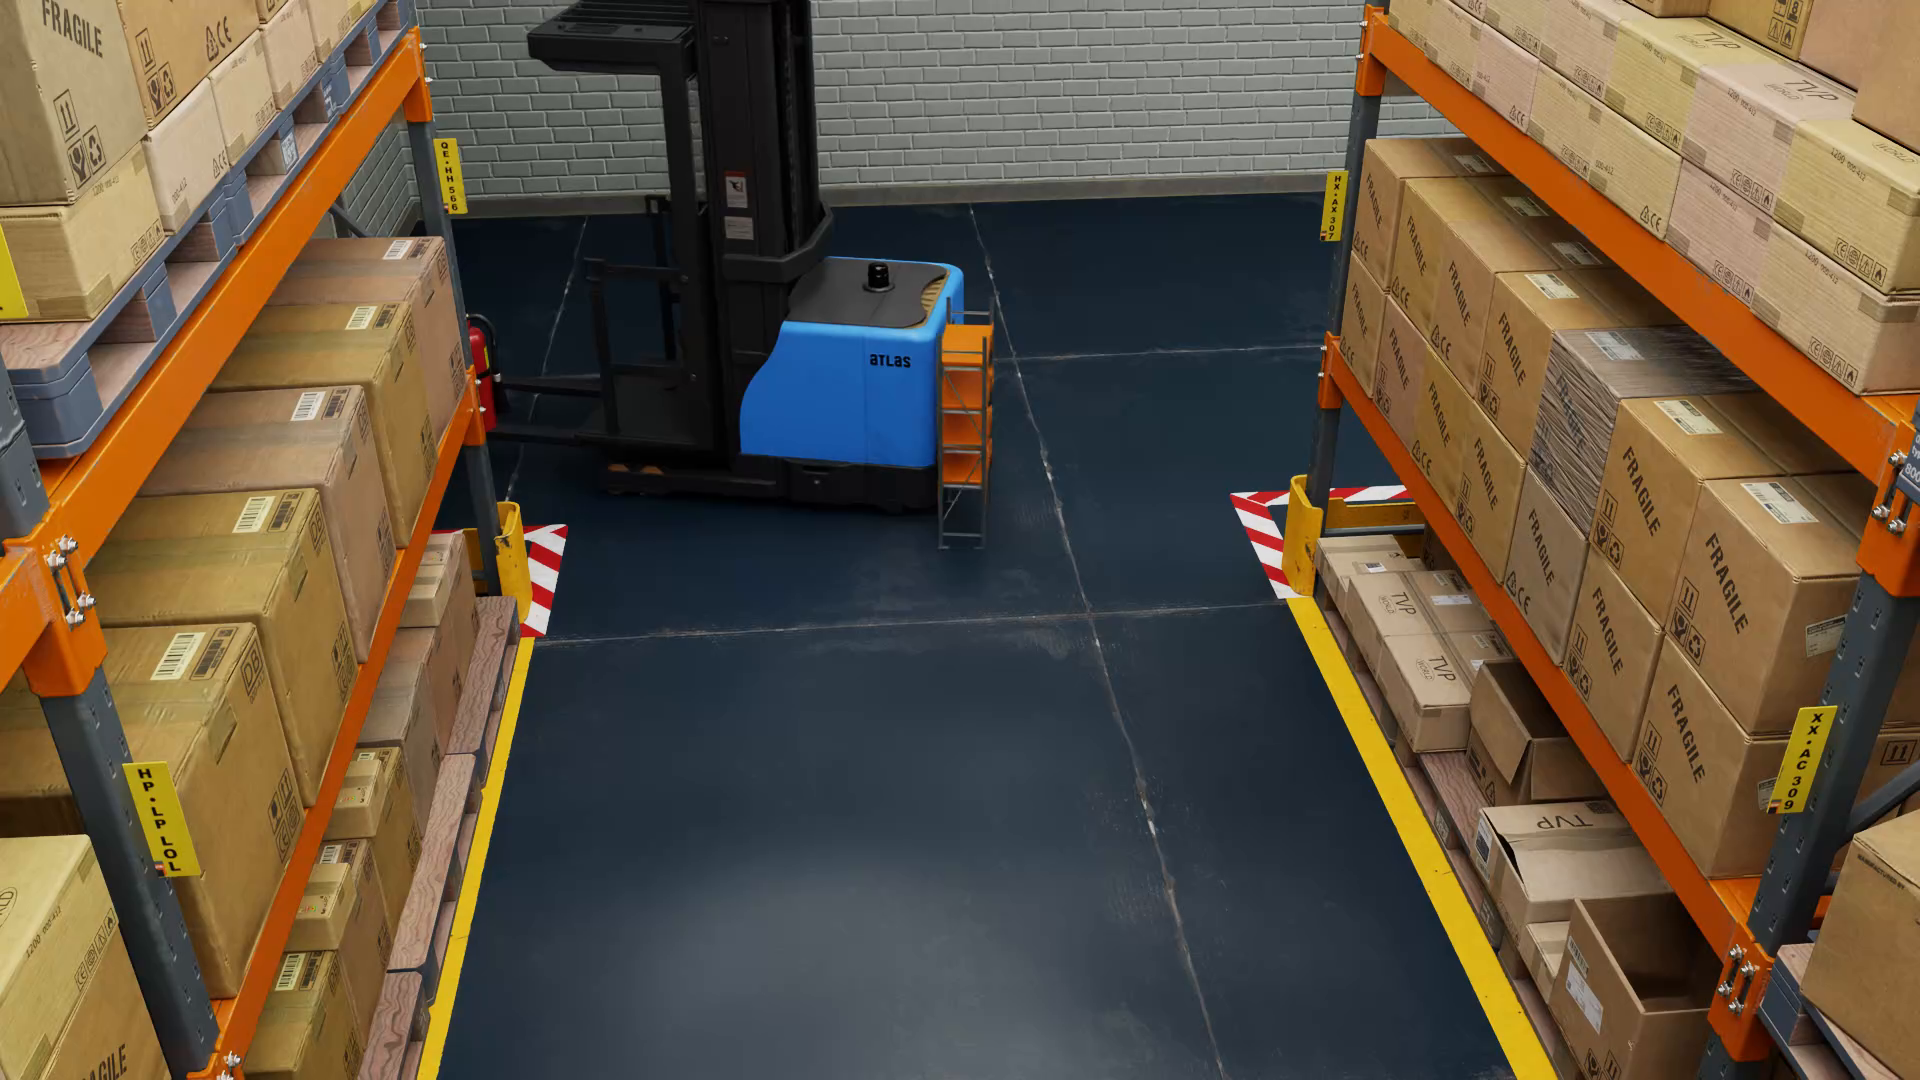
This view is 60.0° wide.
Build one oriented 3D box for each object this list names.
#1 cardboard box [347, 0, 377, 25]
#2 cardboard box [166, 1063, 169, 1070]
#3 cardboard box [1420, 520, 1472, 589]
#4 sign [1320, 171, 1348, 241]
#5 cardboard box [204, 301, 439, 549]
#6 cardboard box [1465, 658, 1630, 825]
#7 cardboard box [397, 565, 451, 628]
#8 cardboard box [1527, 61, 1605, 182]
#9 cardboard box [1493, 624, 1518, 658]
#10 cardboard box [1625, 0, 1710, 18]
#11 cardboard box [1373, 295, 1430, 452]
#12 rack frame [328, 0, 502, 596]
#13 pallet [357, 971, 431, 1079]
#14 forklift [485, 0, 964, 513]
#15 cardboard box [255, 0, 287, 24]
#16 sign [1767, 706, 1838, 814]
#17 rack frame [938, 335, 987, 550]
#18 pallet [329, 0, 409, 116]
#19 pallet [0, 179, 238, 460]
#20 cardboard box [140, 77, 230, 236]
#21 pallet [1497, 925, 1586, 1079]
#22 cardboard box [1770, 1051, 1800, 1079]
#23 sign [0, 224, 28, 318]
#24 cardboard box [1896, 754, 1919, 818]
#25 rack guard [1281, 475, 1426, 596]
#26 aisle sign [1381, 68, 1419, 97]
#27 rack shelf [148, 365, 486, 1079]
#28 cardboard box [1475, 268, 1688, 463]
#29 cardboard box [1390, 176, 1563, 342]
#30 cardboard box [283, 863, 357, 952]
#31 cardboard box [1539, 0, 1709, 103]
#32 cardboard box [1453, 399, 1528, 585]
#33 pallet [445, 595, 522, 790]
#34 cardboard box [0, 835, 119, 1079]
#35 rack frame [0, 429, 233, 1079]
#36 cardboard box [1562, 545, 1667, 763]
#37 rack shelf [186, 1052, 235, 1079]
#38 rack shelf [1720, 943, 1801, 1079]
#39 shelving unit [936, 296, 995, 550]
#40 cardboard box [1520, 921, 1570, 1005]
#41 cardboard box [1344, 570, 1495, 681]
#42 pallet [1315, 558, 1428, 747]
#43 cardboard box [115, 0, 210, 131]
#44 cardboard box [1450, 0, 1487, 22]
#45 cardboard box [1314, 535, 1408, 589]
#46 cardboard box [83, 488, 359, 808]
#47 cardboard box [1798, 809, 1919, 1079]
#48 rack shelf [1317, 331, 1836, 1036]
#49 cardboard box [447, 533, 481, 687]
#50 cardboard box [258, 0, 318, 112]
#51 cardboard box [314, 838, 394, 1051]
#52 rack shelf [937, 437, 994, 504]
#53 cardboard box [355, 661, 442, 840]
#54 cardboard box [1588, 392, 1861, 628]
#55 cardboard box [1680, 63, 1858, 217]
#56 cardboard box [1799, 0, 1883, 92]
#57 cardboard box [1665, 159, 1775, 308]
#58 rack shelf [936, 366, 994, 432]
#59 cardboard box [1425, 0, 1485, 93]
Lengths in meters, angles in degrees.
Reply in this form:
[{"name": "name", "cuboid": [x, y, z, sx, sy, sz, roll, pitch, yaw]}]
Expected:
[{"name": "cardboard box", "cuboid": [-2.368, -2.005, 5.896, 0.500, 0.250, 0.500, -2, 31, -3]}, {"name": "cardboard box", "cuboid": [-2.479, 1.433, 4.821, 0.380, 0.149, 0.250, -3, 31, -5]}, {"name": "cardboard box", "cuboid": [2.527, -0.009, 7.849, 0.500, 0.500, 0.500, -3, 31, -5]}, {"name": "sign", "cuboid": [1.690, -1.505, 7.500, 0.100, 0.325, 0.005, -3, 31, -5]}, {"name": "cardboard box", "cuboid": [-2.564, -0.418, 6.232, 0.980, 0.700, 0.700, -3, 31, -5]}, {"name": "cardboard box", "cuboid": [2.424, 0.807, 6.479, 0.797, 0.503, 0.637, -3, 31, -5]}, {"name": "cardboard box", "cuboid": [-2.318, 0.234, 6.828, 0.380, 0.149, 0.250, -2, 31, -3]}, {"name": "cardboard box", "cuboid": [2.161, -1.342, 5.293, 0.500, 0.250, 0.500, -3, 31, -5]}, {"name": "cardboard box", "cuboid": [2.586, 0.585, 7.099, 0.500, 0.250, 0.500, -3, 31, -5]}, {"name": "cardboard box", "cuboid": [2.364, -1.888, 4.989, 0.700, 0.500, 0.500, -3, 31, -5]}, {"name": "cardboard box", "cuboid": [2.063, -0.700, 6.899, 0.500, 0.500, 0.500, -3, 31, -5]}, {"name": "rack frame", "cuboid": [-2.701, -0.920, 7.365, 1.000, 3.000, 0.127, -3, 31, -5]}, {"name": "pallet", "cuboid": [-2.320, 1.927, 5.317, 1.003, 0.211, 1.213, -3, 31, -5]}, {"name": "forklift", "cuboid": [-1.533, -1.754, 8.829, 3.031, 2.935, 1.130, 5, 31, 8]}, {"name": "cardboard box", "cuboid": [-2.268, -1.806, 4.831, 0.500, 0.500, 0.500, -4, 31, -7]}, {"name": "sign", "cuboid": [2.065, 0.541, 4.075, 0.100, 0.325, 0.005, -3, 31, -5]}, {"name": "rack frame", "cuboid": [0.011, -0.471, 8.369, 0.240, 1.200, 0.015, 2, 31, 4]}, {"name": "pallet", "cuboid": [-2.621, -1.791, 5.985, 1.003, 0.211, 1.213, -3, 31, -5]}, {"name": "pallet", "cuboid": [-2.393, -0.546, 3.900, 1.003, 0.211, 1.213, -3, 31, -5]}, {"name": "cardboard box", "cuboid": [-2.163, -0.951, 4.131, 0.500, 0.250, 0.500, -3, 31, -6]}, {"name": "pallet", "cuboid": [2.541, 1.729, 5.649, 1.003, 0.211, 1.213, -3, 31, -5]}, {"name": "cardboard box", "cuboid": [2.781, 1.624, 5.299, 0.500, 0.311, 0.500, -3, 31, -5]}, {"name": "sign", "cuboid": [-1.788, -0.554, 3.015, 0.100, 0.325, 0.005, -3, 31, -5]}, {"name": "cardboard box", "cuboid": [2.828, 0.567, 4.779, 0.500, 0.500, 0.500, -2, 31, -3]}, {"name": "rack guard", "cuboid": [2.238, -0.047, 8.342, 1.175, 0.500, 0.348, -3, 31, -5]}, {"name": "aisle sign", "cuboid": [1.932, -2.296, 7.134, 0.394, 0.787, 0.004, -3, 31, -5]}, {"name": "rack shelf", "cuboid": [-2.514, 0.410, 5.840, 1.077, 0.370, 4.000, -3, 31, -5]}, {"name": "cardboard box", "cuboid": [2.156, -0.611, 5.775, 0.500, 0.500, 0.500, -3, 31, -5]}, {"name": "cardboard box", "cuboid": [2.066, -1.126, 6.637, 0.500, 0.500, 0.500, -2, 31, -4]}, {"name": "cardboard box", "cuboid": [-2.145, 1.166, 5.268, 0.380, 0.149, 0.250, -2, 31, -3]}, {"name": "cardboard box", "cuboid": [2.155, -1.556, 5.164, 0.500, 0.250, 0.500, -3, 31, -5]}, {"name": "cardboard box", "cuboid": [2.152, -0.188, 6.042, 0.500, 0.500, 0.500, -2, 31, -4]}, {"name": "pallet", "cuboid": [-2.548, 0.682, 7.403, 1.003, 0.211, 1.213, -3, 31, -5]}, {"name": "cardboard box", "cuboid": [-2.029, 0.847, 3.268, 0.500, 0.250, 0.500, -2, 31, -3]}, {"name": "rack frame", "cuboid": [-2.327, 1.122, 3.946, 1.000, 3.000, 0.127, -3, 31, -5]}, {"name": "cardboard box", "cuboid": [2.253, 0.334, 5.168, 0.500, 0.500, 0.500, -2, 31, -3]}, {"name": "rack shelf", "cuboid": [-2.140, 2.452, 2.421, 1.077, 0.370, 4.000, -3, 31, -5]}, {"name": "rack shelf", "cuboid": [2.791, 2.213, 2.822, 1.077, 0.370, 4.000, -3, 31, -5]}, {"name": "shelving unit", "cuboid": [0.031, -0.596, 8.578, 0.258, 1.200, 0.503, 2, 31, 4]}, {"name": "cardboard box", "cuboid": [2.174, 1.452, 5.745, 0.380, 0.149, 0.250, -3, 31, -5]}, {"name": "cardboard box", "cuboid": [2.046, 0.379, 7.443, 0.500, 0.250, 0.500, -3, 31, -5]}, {"name": "pallet", "cuboid": [2.313, 0.484, 7.734, 1.003, 0.211, 1.213, -3, 31, -5]}, {"name": "cardboard box", "cuboid": [-2.169, -1.286, 3.960, 0.500, 0.500, 0.500, -3, 31, -6]}, {"name": "cardboard box", "cuboid": [2.059, -2.067, 6.019, 0.500, 0.250, 0.500, -3, 31, -5]}, {"name": "cardboard box", "cuboid": [1.928, 0.106, 7.998, 0.380, 0.149, 0.250, -3, 31, -5]}, {"name": "cardboard box", "cuboid": [-2.424, 0.343, 4.959, 0.980, 0.700, 0.700, -4, 31, -6]}, {"name": "cardboard box", "cuboid": [2.426, 0.912, 3.790, 0.700, 0.500, 0.500, -13, 33, -21]}, {"name": "rack shelf", "cuboid": [2.418, 0.171, 6.241, 1.077, 0.370, 4.000, -3, 31, -5]}, {"name": "cardboard box", "cuboid": [-2.536, 0.325, 7.308, 0.700, 0.500, 0.500, -3, 31, -5]}, {"name": "cardboard box", "cuboid": [-2.265, -1.474, 5.007, 0.500, 0.250, 0.500, -4, 31, -6]}, {"name": "cardboard box", "cuboid": [-2.339, 1.372, 5.557, 0.700, 0.500, 0.500, -3, 31, -5]}, {"name": "rack shelf", "cuboid": [0.031, -0.368, 8.714, 0.258, 0.148, 0.480, 2, 31, 4]}, {"name": "cardboard box", "cuboid": [-2.442, 0.838, 6.451, 0.700, 0.500, 0.500, -4, 31, -6]}, {"name": "cardboard box", "cuboid": [2.249, -0.096, 4.914, 0.500, 0.500, 0.500, -3, 31, -6]}, {"name": "cardboard box", "cuboid": [2.245, -1.046, 4.309, 0.500, 0.250, 0.500, -3, 31, -5]}, {"name": "cardboard box", "cuboid": [2.615, -1.386, 4.147, 0.700, 0.500, 0.500, -3, 31, -5]}, {"name": "cardboard box", "cuboid": [2.258, -0.832, 4.438, 0.500, 0.250, 0.500, -3, 31, -5]}, {"name": "rack shelf", "cuboid": [0.031, -0.730, 8.498, 0.258, 0.148, 0.480, 2, 31, 4]}, {"name": "cardboard box", "cuboid": [2.059, -1.852, 6.147, 0.500, 0.250, 0.500, -3, 31, -5]}]
